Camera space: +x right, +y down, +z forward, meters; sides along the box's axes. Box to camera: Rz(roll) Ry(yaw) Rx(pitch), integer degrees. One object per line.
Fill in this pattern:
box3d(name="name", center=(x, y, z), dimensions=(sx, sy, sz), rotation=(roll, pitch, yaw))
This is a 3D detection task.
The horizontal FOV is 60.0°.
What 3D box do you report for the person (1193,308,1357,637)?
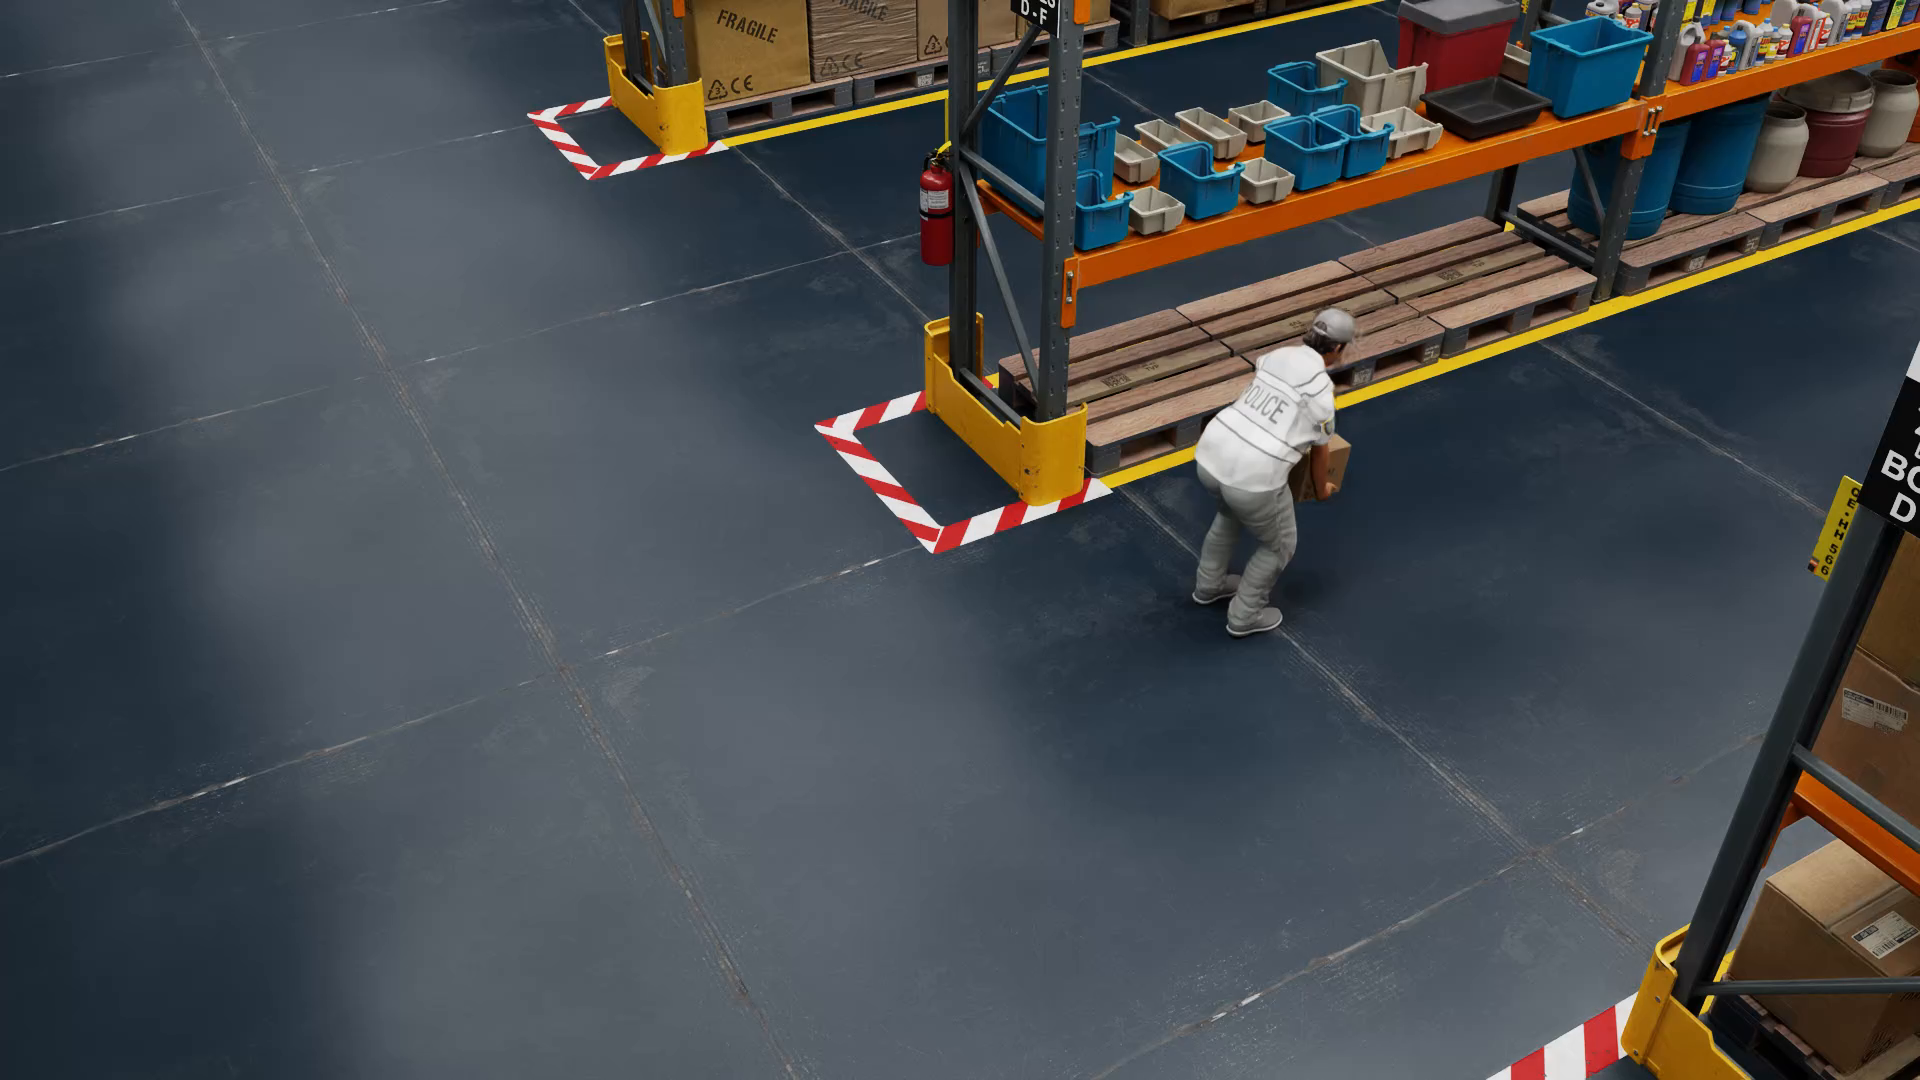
box3d(name="person", center=(1.418, -0.305, 7.477), dimensions=(0.772, 1.495, 0.459), rotation=(-20, 41, -25))
